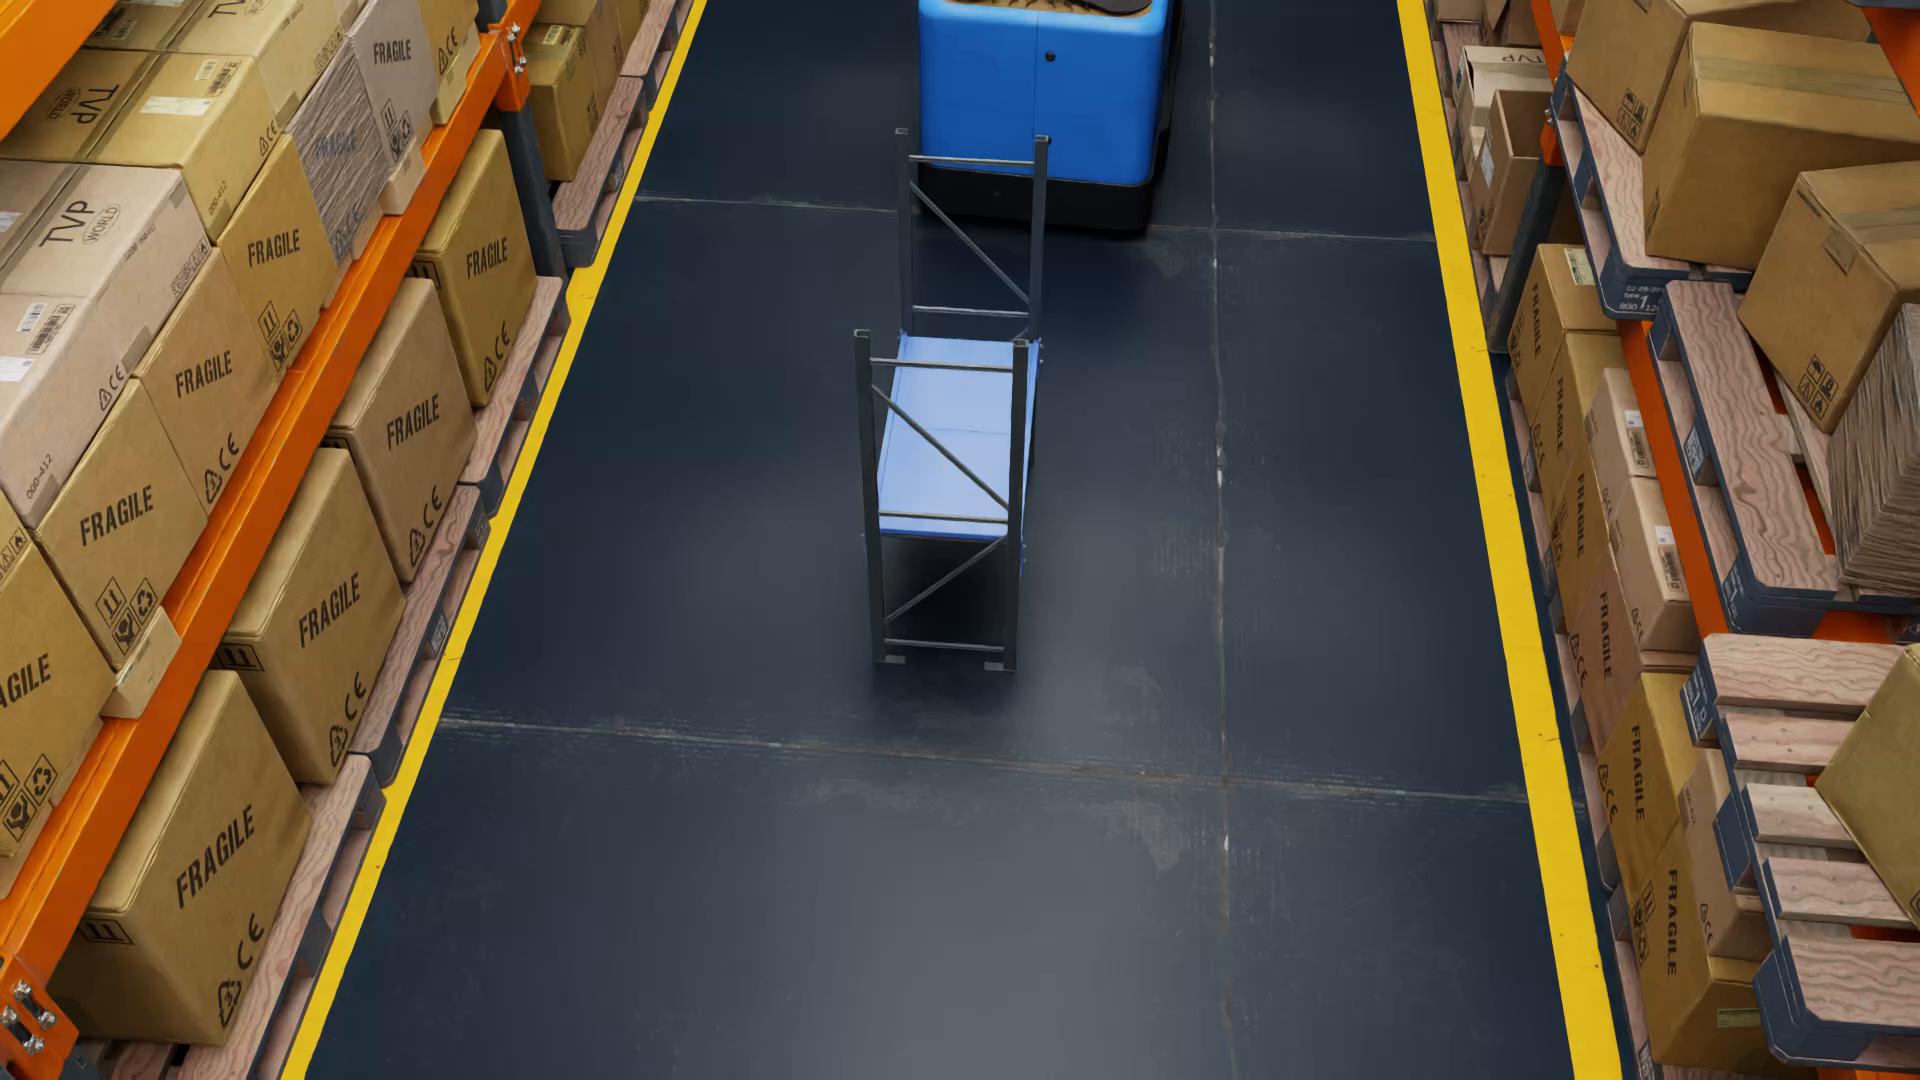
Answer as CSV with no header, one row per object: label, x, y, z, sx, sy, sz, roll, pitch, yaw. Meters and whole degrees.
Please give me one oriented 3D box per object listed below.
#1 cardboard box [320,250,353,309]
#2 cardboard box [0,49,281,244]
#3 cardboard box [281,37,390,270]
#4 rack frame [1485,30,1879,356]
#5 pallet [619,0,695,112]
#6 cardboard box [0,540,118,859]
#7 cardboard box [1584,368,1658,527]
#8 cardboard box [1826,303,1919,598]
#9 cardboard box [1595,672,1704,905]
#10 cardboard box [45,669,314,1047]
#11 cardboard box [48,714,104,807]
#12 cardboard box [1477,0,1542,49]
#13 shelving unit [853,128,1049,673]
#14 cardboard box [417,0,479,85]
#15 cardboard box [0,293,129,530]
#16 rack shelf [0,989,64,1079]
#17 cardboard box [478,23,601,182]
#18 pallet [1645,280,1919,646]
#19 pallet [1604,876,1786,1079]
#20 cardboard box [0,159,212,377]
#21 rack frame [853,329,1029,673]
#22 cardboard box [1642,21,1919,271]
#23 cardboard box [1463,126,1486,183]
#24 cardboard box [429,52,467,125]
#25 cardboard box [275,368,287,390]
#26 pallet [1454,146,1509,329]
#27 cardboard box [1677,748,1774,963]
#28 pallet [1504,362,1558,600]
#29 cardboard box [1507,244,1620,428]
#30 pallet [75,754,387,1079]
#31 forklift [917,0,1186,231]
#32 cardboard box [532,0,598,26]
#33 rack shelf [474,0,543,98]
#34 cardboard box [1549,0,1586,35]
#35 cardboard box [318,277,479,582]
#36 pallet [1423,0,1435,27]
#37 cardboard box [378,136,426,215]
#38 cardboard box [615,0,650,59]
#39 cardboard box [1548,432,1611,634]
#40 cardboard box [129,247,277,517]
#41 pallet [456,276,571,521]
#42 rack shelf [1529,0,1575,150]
cardboard box,-2.125,-0.856,5.157,0.380,0.149,0.250,3,48,2
cardboard box,-2.152,-1.041,4.378,0.500,0.250,0.500,3,48,3
cardboard box,-2.098,-1.173,5.007,0.500,0.500,0.500,4,48,4
rack frame,2.717,-1.802,5.865,1.000,3.000,0.127,4,48,4
pallet,-1.960,-2.643,8.525,1.003,0.211,1.213,4,48,4
cardboard box,-2.282,0.327,3.636,0.500,0.500,0.500,5,48,5
cardboard box,2.339,-0.286,5.366,0.500,0.250,0.500,4,48,4
cardboard box,2.571,-0.167,4.018,0.700,0.500,0.500,12,49,11
cardboard box,2.252,0.749,4.928,0.500,0.500,0.500,2,48,2
cardboard box,-2.383,0.859,4.603,0.750,0.750,0.750,3,48,3
cardboard box,-2.288,0.474,3.940,0.380,0.149,0.250,4,48,4
cardboard box,2.883,-2.489,7.887,0.797,0.503,0.637,4,48,4
shelving unit,-0.008,-0.443,5.639,0.538,1.500,1.048,4,48,4
cardboard box,-2.007,-1.917,5.687,0.500,0.500,0.500,3,48,3
cardboard box,-2.234,-0.298,3.699,0.500,0.250,0.500,3,48,3
rack shelf,-2.763,2.520,2.400,1.077,0.370,4.000,4,48,4
cardboard box,-2.046,-1.973,7.431,0.700,0.500,0.500,4,48,4
pallet,2.525,-0.227,4.555,1.003,0.211,1.213,4,48,4
pallet,2.458,1.533,4.705,1.003,0.211,1.213,4,48,4
cardboard box,-2.193,-0.666,4.035,0.500,0.250,0.500,4,48,4
rack frame,-0.054,-0.070,5.298,0.500,1.500,0.032,4,48,4
cardboard box,2.452,-1.135,4.903,0.700,0.500,0.500,11,48,10
cardboard box,2.461,-1.705,7.411,0.380,0.149,0.250,4,48,4
cardboard box,-1.965,-1.600,5.837,0.380,0.149,0.250,5,48,4
cardboard box,-2.191,-0.469,4.803,0.380,0.149,0.250,4,48,4
pallet,2.781,-1.365,7.356,1.003,0.211,1.213,4,48,4
cardboard box,2.205,0.835,4.341,0.500,0.250,0.500,6,48,5
pallet,2.681,-0.260,6.345,1.003,0.211,1.213,4,48,4
cardboard box,2.430,-0.767,6.315,0.500,0.500,0.500,2,48,2
pallet,-2.434,1.174,5.033,1.003,0.211,1.213,4,48,4
forklift,0.562,-3.471,7.438,1.130,2.935,3.031,7,48,6
cardboard box,-1.833,-2.431,7.411,0.380,0.149,0.250,5,48,5
rack shelf,-2.034,-3.359,7.777,1.077,0.370,4.000,4,48,4
cardboard box,2.507,-2.220,6.180,0.500,0.500,0.500,5,48,4
cardboard box,-2.224,-0.409,5.763,0.750,0.750,0.750,5,48,5
pallet,3.003,-3.158,8.996,1.003,0.211,1.213,4,48,4
cardboard box,-1.999,-1.214,5.484,0.380,0.149,0.250,4,48,4
cardboard box,-1.948,-2.719,8.113,0.700,0.500,0.500,5,48,4
cardboard box,2.340,-0.008,5.620,0.500,0.500,0.500,4,48,4
cardboard box,-2.178,-0.422,4.320,0.500,0.500,0.500,4,48,3
pallet,-2.211,-0.619,6.673,1.003,0.211,1.213,4,48,4
rack shelf,2.899,-3.029,7.475,1.077,0.370,4.000,4,48,4
